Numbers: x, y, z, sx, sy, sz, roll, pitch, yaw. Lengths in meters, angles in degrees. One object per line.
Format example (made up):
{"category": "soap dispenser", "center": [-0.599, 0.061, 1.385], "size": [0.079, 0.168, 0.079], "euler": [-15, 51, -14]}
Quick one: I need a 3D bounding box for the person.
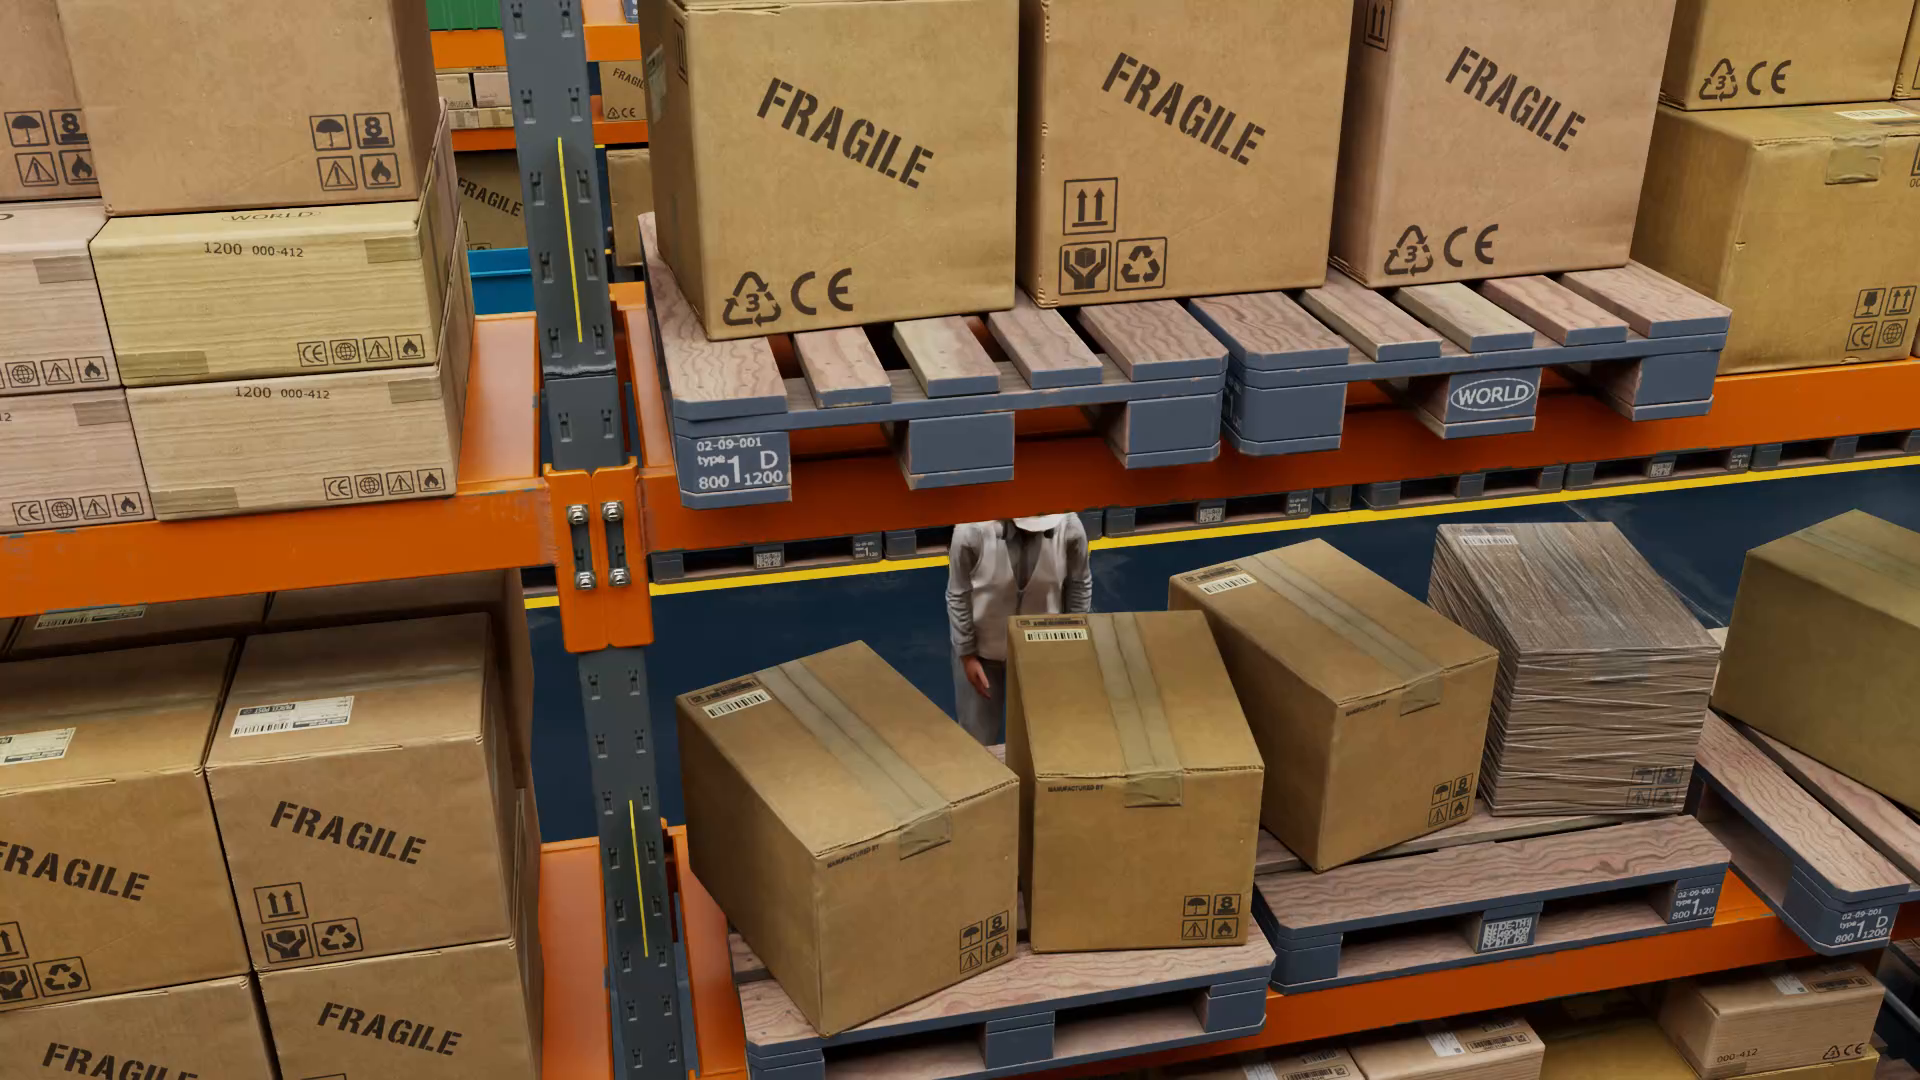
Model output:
{"category": "person", "center": [0.224, 0.414, 6.357], "size": [0.567, 1.695, 0.514], "euler": [-5, 27, -10]}
